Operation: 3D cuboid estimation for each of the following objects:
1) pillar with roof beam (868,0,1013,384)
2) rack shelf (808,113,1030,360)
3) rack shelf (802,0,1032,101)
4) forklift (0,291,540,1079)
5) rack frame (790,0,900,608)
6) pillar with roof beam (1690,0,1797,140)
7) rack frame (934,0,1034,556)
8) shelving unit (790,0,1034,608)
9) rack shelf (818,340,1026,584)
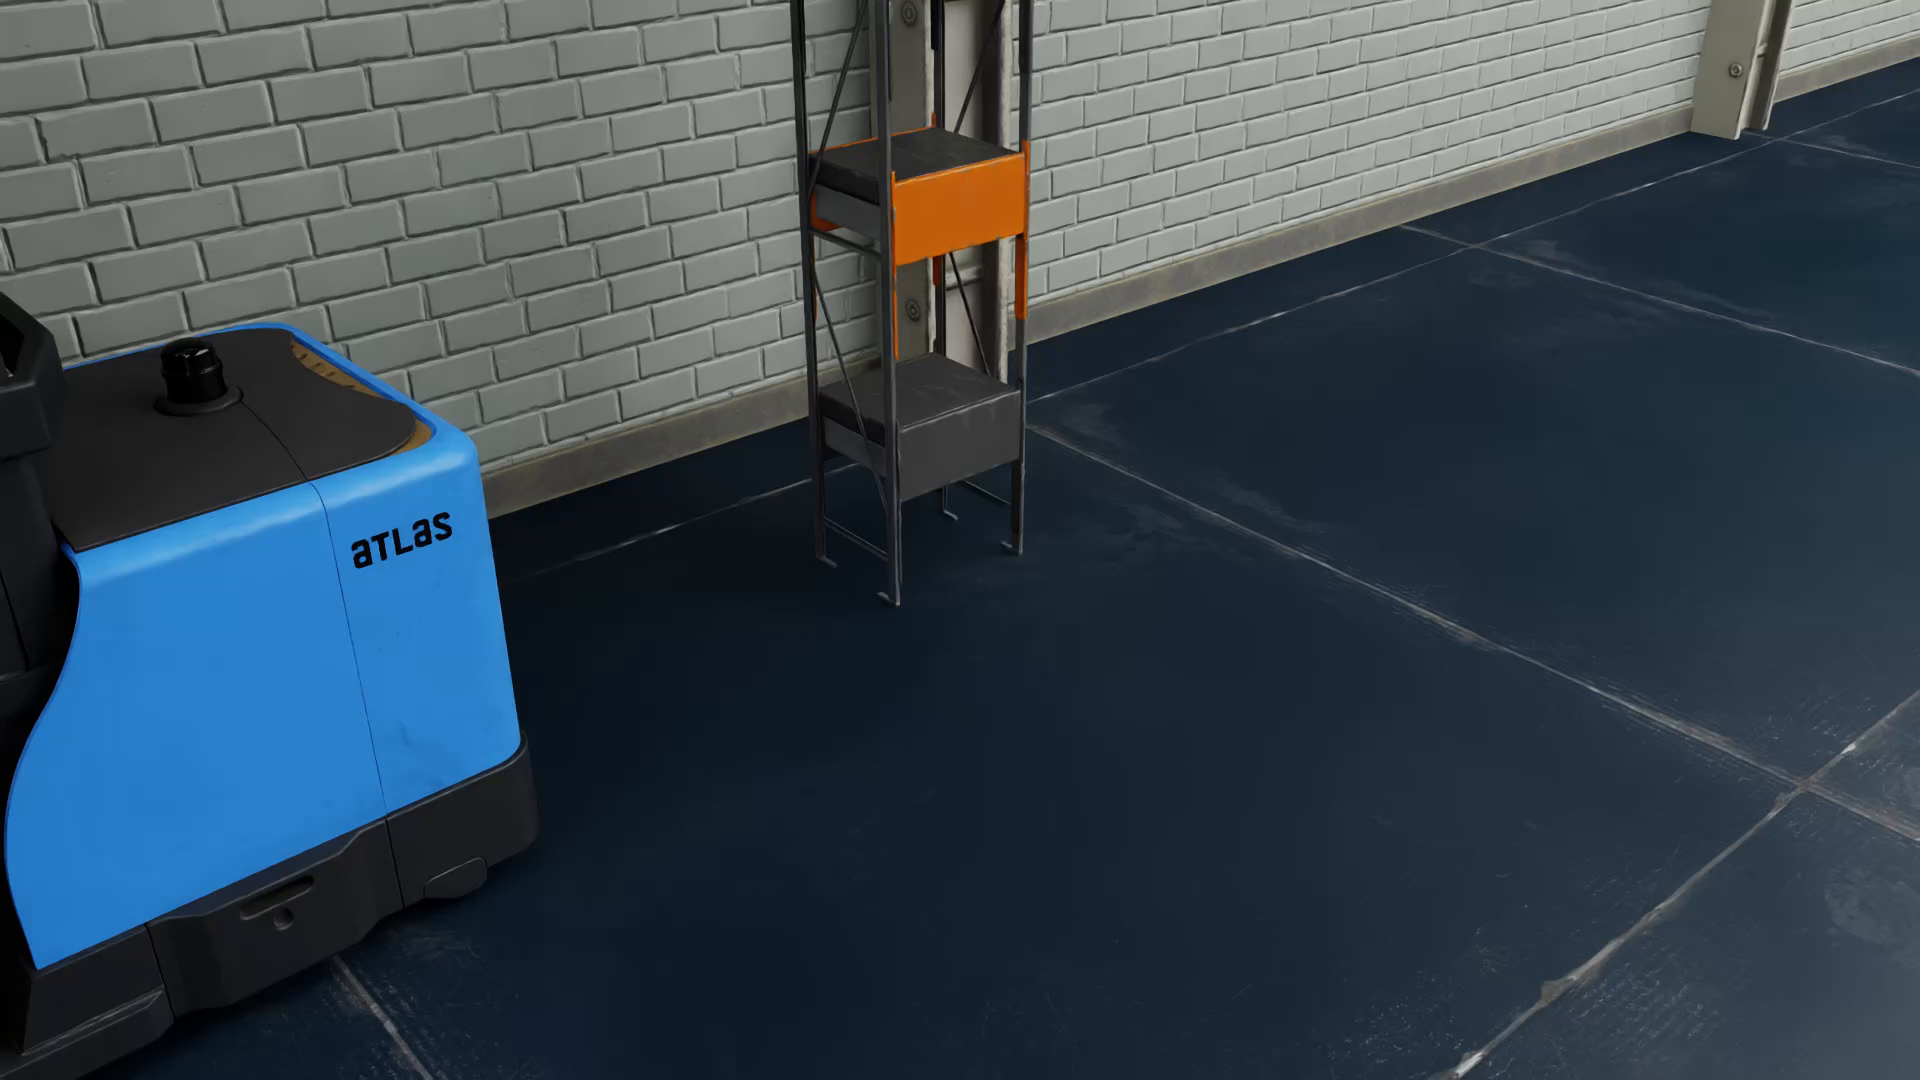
[{"bbox_3d":[2.729,-3.004,1.324,0.400,9.000,9.100,-22,35,-35],"label":"pillar with roof beam"},{"bbox_3d":[-0.126,-0.863,4.667,0.480,0.518,0.431,-22,35,-35],"label":"rack shelf"},{"bbox_3d":[-0.126,-1.481,4.337,0.480,0.518,0.431,-22,35,-35],"label":"rack shelf"},{"bbox_3d":[-2.395,-0.249,2.606,3.031,2.935,1.130,-24,36,-37],"label":"forklift"},{"bbox_3d":[-0.312,-0.801,4.521,0.015,2.100,0.400,-22,35,-35],"label":"rack frame"},{"bbox_3d":[7.293,-4.839,4.758,0.400,9.000,9.100,-22,35,-35],"label":"pillar with roof beam"},{"bbox_3d":[0.060,-0.950,4.800,0.015,2.100,0.400,-22,35,-35],"label":"rack frame"},{"bbox_3d":[-0.126,-0.875,4.660,0.503,2.100,0.431,-22,35,-35],"label":"shelving unit"},{"bbox_3d":[-0.126,-0.246,4.997,0.480,0.518,0.431,-22,35,-35],"label":"rack shelf"}]
